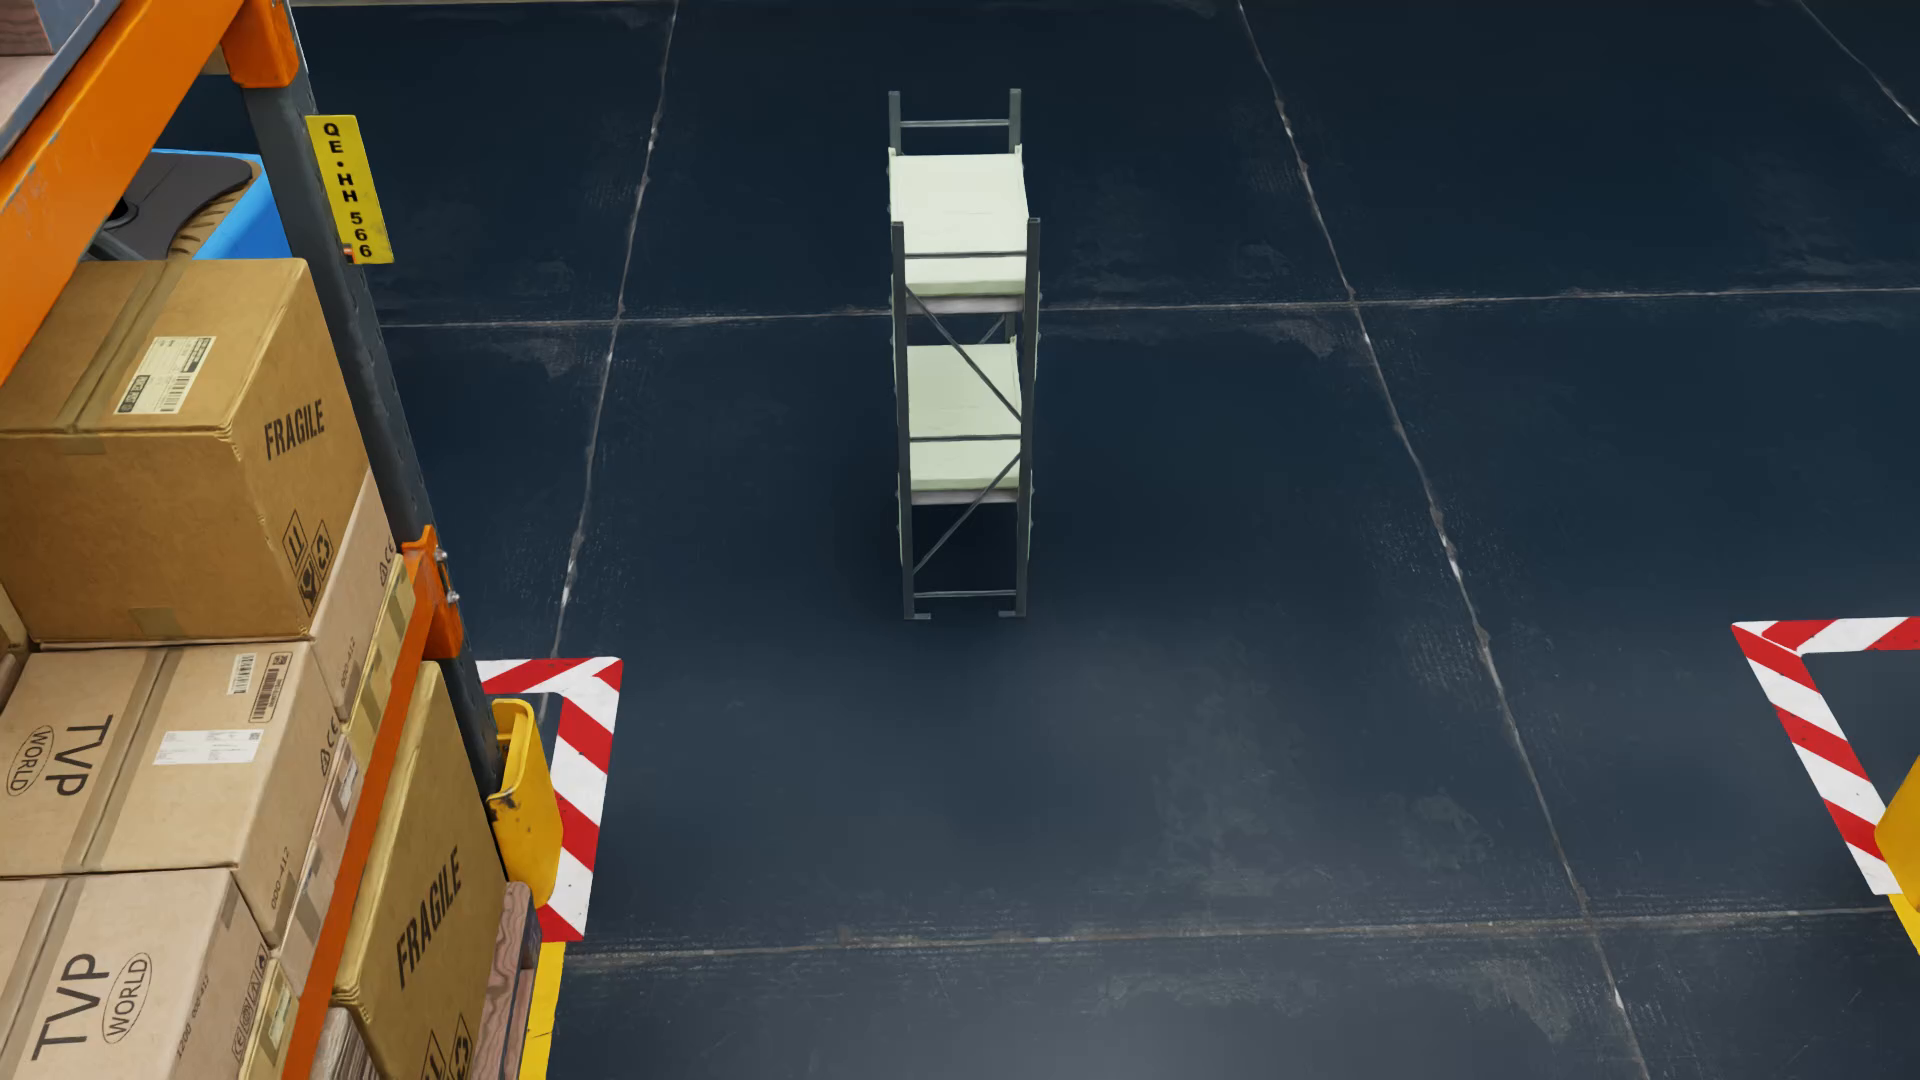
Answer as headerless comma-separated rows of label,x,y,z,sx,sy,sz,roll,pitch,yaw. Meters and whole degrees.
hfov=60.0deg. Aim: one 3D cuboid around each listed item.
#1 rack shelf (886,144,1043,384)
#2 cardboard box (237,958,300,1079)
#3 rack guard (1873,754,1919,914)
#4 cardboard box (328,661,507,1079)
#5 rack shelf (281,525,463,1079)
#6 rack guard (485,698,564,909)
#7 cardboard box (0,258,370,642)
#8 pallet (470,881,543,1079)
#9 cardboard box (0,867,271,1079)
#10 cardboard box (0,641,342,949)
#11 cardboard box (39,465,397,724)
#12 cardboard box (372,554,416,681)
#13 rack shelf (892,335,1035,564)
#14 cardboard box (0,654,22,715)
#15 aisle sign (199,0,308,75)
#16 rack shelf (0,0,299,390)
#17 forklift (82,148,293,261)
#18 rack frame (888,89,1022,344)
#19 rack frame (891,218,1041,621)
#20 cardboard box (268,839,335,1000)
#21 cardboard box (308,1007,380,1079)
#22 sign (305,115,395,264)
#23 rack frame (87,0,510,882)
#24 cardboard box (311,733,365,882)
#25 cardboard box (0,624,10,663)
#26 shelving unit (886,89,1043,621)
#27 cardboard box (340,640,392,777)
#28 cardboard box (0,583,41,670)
rack shelf,0.000,-0.836,4.975,0.431,0.370,0.720,-2,43,-2
cardboard box,-1.342,0.856,2.782,0.380,0.149,0.250,-3,43,-3
rack guard,3.232,0.742,4.571,1.175,0.500,0.348,-2,43,-2
cardboard box,-1.624,0.901,3.809,0.875,0.875,0.875,-2,43,-2
rack shelf,-1.646,1.458,2.472,1.077,0.370,4.000,-2,43,-2
rack guard,-1.732,0.748,4.564,1.175,0.500,0.348,-2,43,-2
cardboard box,-1.448,-0.167,3.048,0.500,0.500,0.500,-1,43,-1
pallet,-1.619,1.408,4.057,1.003,0.211,1.213,-2,43,-2
cardboard box,-1.403,0.794,2.555,0.500,0.250,0.500,-3,43,-3
cardboard box,-1.424,0.451,2.929,0.500,0.250,0.500,-2,43,-3
cardboard box,-1.445,0.108,3.303,0.500,0.250,0.500,-2,43,-2
cardboard box,-1.387,0.166,3.534,0.380,0.149,0.250,-1,43,-1
rack shelf,0.000,-0.308,5.459,0.431,0.370,0.720,-2,43,-2
cardboard box,-1.952,0.471,2.907,0.500,0.250,0.500,-2,43,-2
aisle sign,-1.434,-1.173,2.885,0.394,0.787,0.004,-2,43,-2
rack shelf,-1.646,0.353,1.458,1.077,0.370,4.000,-2,43,-2
forklift,-3.777,-1.367,5.072,3.031,2.935,1.130,4,43,5
rack frame,-0.015,-0.795,5.508,0.400,1.500,0.023,-2,43,-2
rack frame,0.016,-0.301,4.969,0.400,1.500,0.023,-2,43,-2
cardboard box,-1.355,0.681,2.973,0.380,0.149,0.250,-1,43,-1
cardboard box,-1.585,1.515,3.138,0.875,0.875,0.875,-2,43,-2
sign,-1.188,-0.677,3.237,0.100,0.325,0.005,-2,43,-2
rack frame,-1.731,-0.157,3.702,1.000,3.000,0.127,-2,43,-2
cardboard box,-1.365,0.512,3.157,0.380,0.149,0.250,-2,43,-2
cardboard box,-1.959,0.181,2.668,0.500,0.500,0.500,-3,43,-3
shelving unit,0.000,-0.548,5.238,0.431,1.500,0.755,-2,43,-2
cardboard box,-1.374,0.342,3.343,0.380,0.149,0.250,-1,43,-1
cardboard box,-1.980,0.120,3.290,0.500,0.250,0.500,-3,43,-3
